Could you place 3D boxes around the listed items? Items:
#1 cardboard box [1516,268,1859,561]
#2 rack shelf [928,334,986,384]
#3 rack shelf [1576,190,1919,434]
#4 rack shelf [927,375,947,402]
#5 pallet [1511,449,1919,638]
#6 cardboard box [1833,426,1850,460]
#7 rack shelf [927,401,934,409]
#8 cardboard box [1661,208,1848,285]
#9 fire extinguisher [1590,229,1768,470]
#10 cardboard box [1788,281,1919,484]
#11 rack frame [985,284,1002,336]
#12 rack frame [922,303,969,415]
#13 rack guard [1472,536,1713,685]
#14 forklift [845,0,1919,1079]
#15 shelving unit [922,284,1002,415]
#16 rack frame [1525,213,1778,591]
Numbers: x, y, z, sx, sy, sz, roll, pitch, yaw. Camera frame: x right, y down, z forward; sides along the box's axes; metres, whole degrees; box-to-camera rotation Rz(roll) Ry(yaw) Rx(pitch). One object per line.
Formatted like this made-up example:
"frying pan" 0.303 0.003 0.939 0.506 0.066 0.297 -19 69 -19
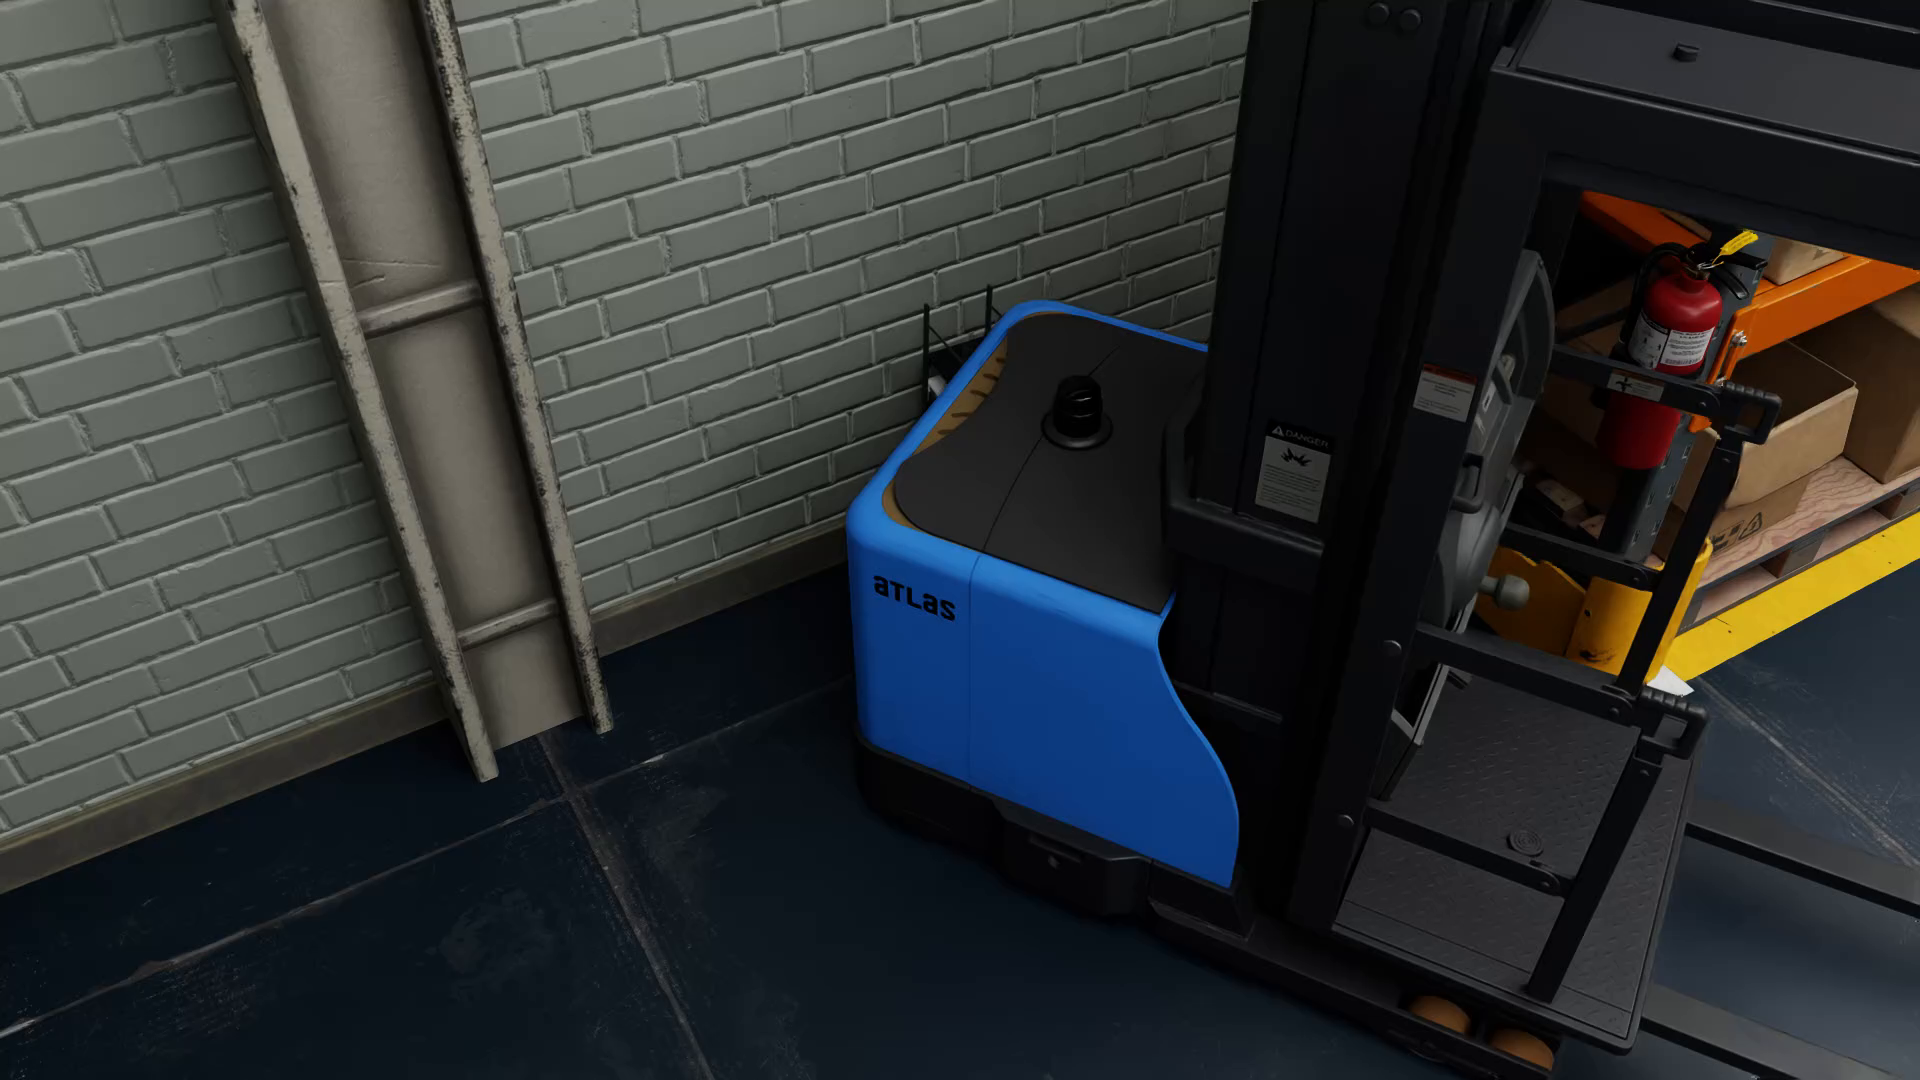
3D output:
"cardboard box" 2.142 -0.371 4.970 0.637 0.503 0.797 -24 49 -22
"rack shelf" 0.044 -0.464 4.738 0.200 0.077 0.258 -20 48 -22
"rack shelf" 3.298 -1.397 5.052 4.000 0.370 1.077 -22 48 -21
"rack shelf" 0.041 -0.399 4.799 0.200 0.077 0.258 -20 48 -22
"pallet" 2.321 -0.264 5.371 1.213 0.211 1.003 -22 48 -21
"cardboard box" 2.529 -0.368 5.221 0.250 0.149 0.380 -24 49 -22
"rack shelf" 0.038 -0.333 4.861 0.200 0.077 0.258 -20 48 -22
"cardboard box" 1.986 -0.820 4.121 0.250 0.149 0.380 -22 48 -21
"fire extinguisher" 1.667 -0.470 3.903 0.183 0.674 0.296 -22 48 -21
"cardboard box" 2.902 -0.643 5.252 0.500 0.500 0.700 -20 48 -19
"rack frame" 0.125 -0.324 4.938 0.006 0.900 0.240 -20 48 -22
"rack frame" -0.052 -0.259 4.861 0.006 0.900 0.240 -20 48 -22
"rack guard" 1.630 -0.091 4.985 0.348 0.500 1.175 -22 48 -21
"forklift" 1.273 -0.175 3.326 3.031 2.935 1.130 19 47 19
"shelving unit" 0.037 -0.292 4.899 0.210 0.900 0.258 -20 48 -22
"rack frame" 1.564 -0.961 4.087 0.127 3.000 1.000 -22 48 -21
